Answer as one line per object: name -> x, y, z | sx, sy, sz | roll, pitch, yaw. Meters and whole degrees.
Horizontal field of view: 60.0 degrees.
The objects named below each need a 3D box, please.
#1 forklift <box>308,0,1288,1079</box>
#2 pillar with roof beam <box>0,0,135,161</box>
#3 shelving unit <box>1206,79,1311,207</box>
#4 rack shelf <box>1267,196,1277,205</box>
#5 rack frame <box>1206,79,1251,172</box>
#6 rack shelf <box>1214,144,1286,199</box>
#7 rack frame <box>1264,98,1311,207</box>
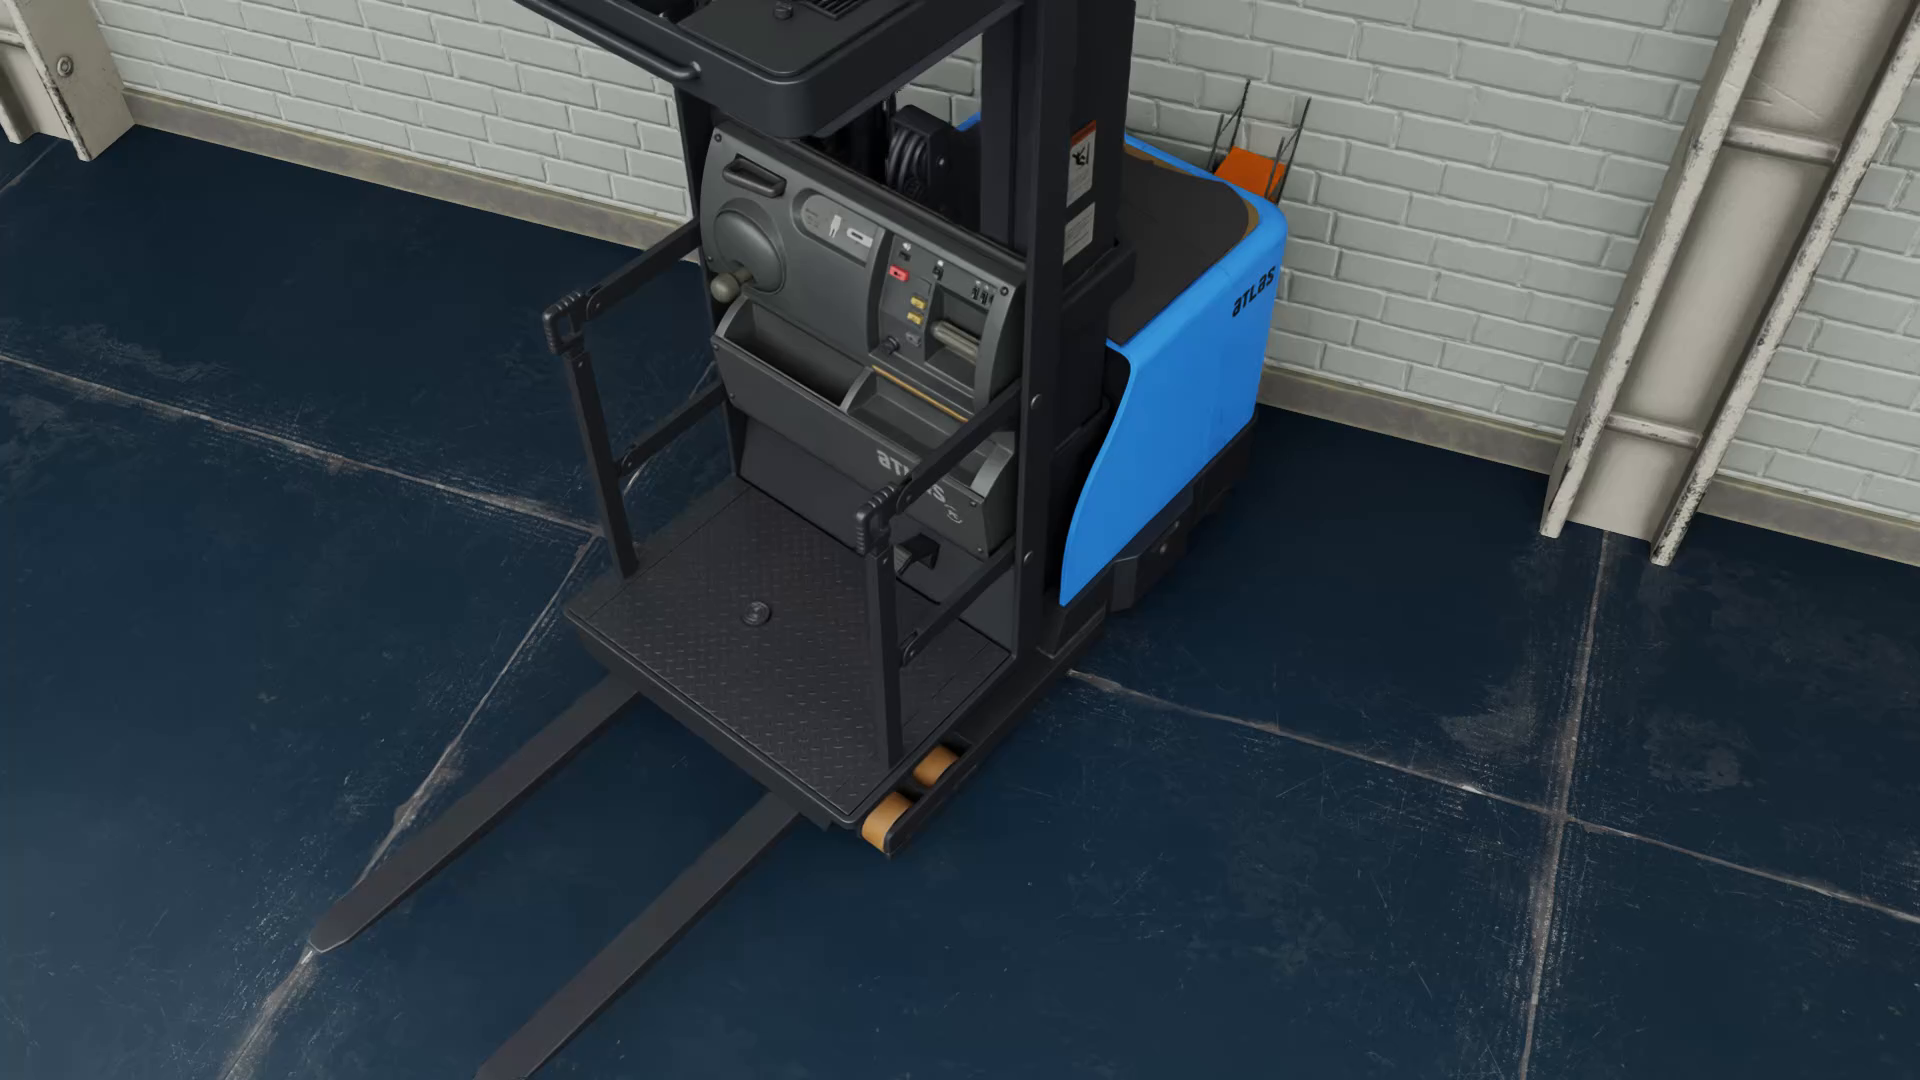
forklift -> -0.391, -0.549, 3.786 | 1.130, 2.935, 3.031 | 32, 56, 25
pillar with roof beam -> -5.046, -1.544, 0.633 | 0.400, 9.000, 9.100 | 16, 51, 13
shelving unit -> 0.807, -0.835, 5.162 | 0.189, 1.200, 0.258 | 25, 51, 14
rack shelf -> 0.827, -0.963, 5.015 | 0.180, 0.103, 0.258 | 25, 51, 14
rack frame -> 0.726, -0.873, 5.184 | 0.006, 1.200, 0.240 | 25, 51, 14
rack shelf -> 0.839, -1.041, 4.925 | 0.180, 0.103, 0.258 | 25, 51, 14
rack frame -> 0.888, -0.798, 5.141 | 0.006, 1.200, 0.240 | 25, 51, 14
